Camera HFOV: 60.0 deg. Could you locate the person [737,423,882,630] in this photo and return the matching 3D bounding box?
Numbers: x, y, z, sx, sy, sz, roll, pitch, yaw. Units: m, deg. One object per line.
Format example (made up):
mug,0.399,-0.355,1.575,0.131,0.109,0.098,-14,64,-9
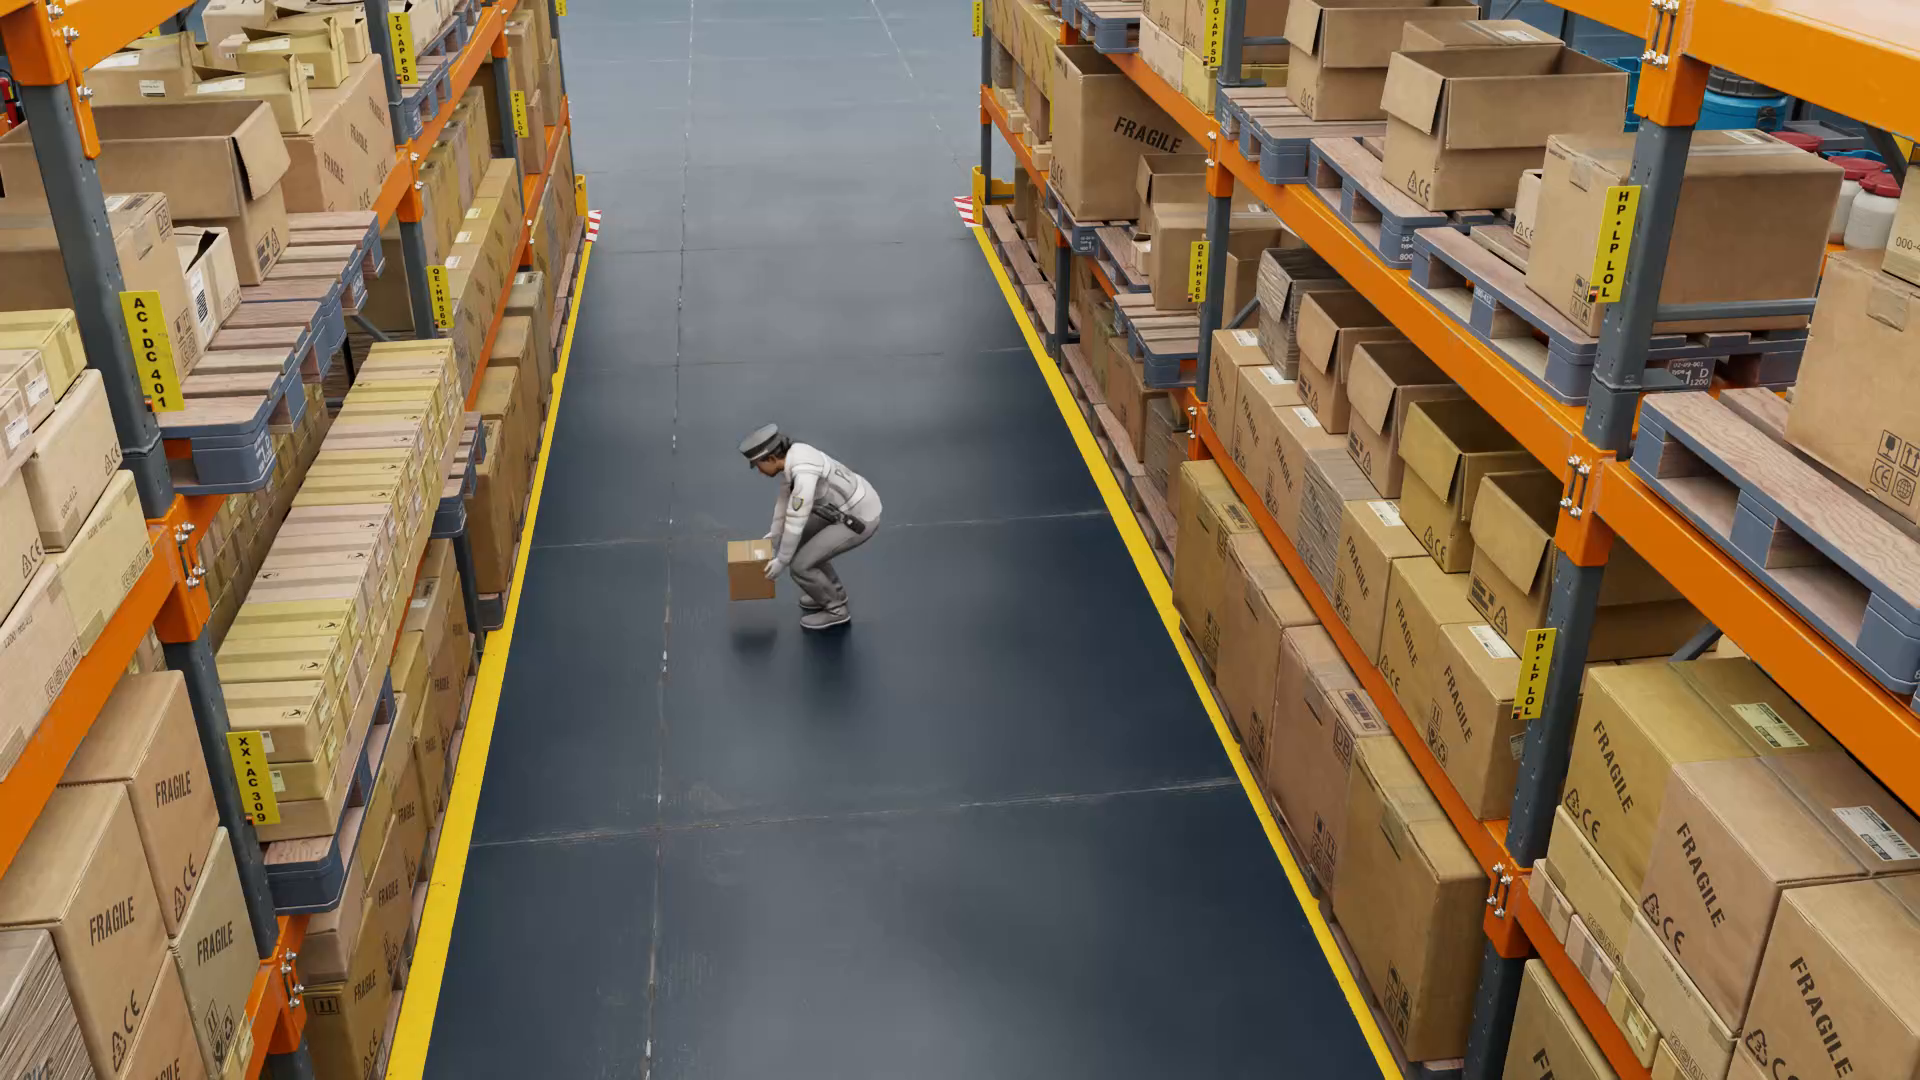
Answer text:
person,-0.822,-0.088,9.286,0.780,1.213,0.527,-4,28,-7
